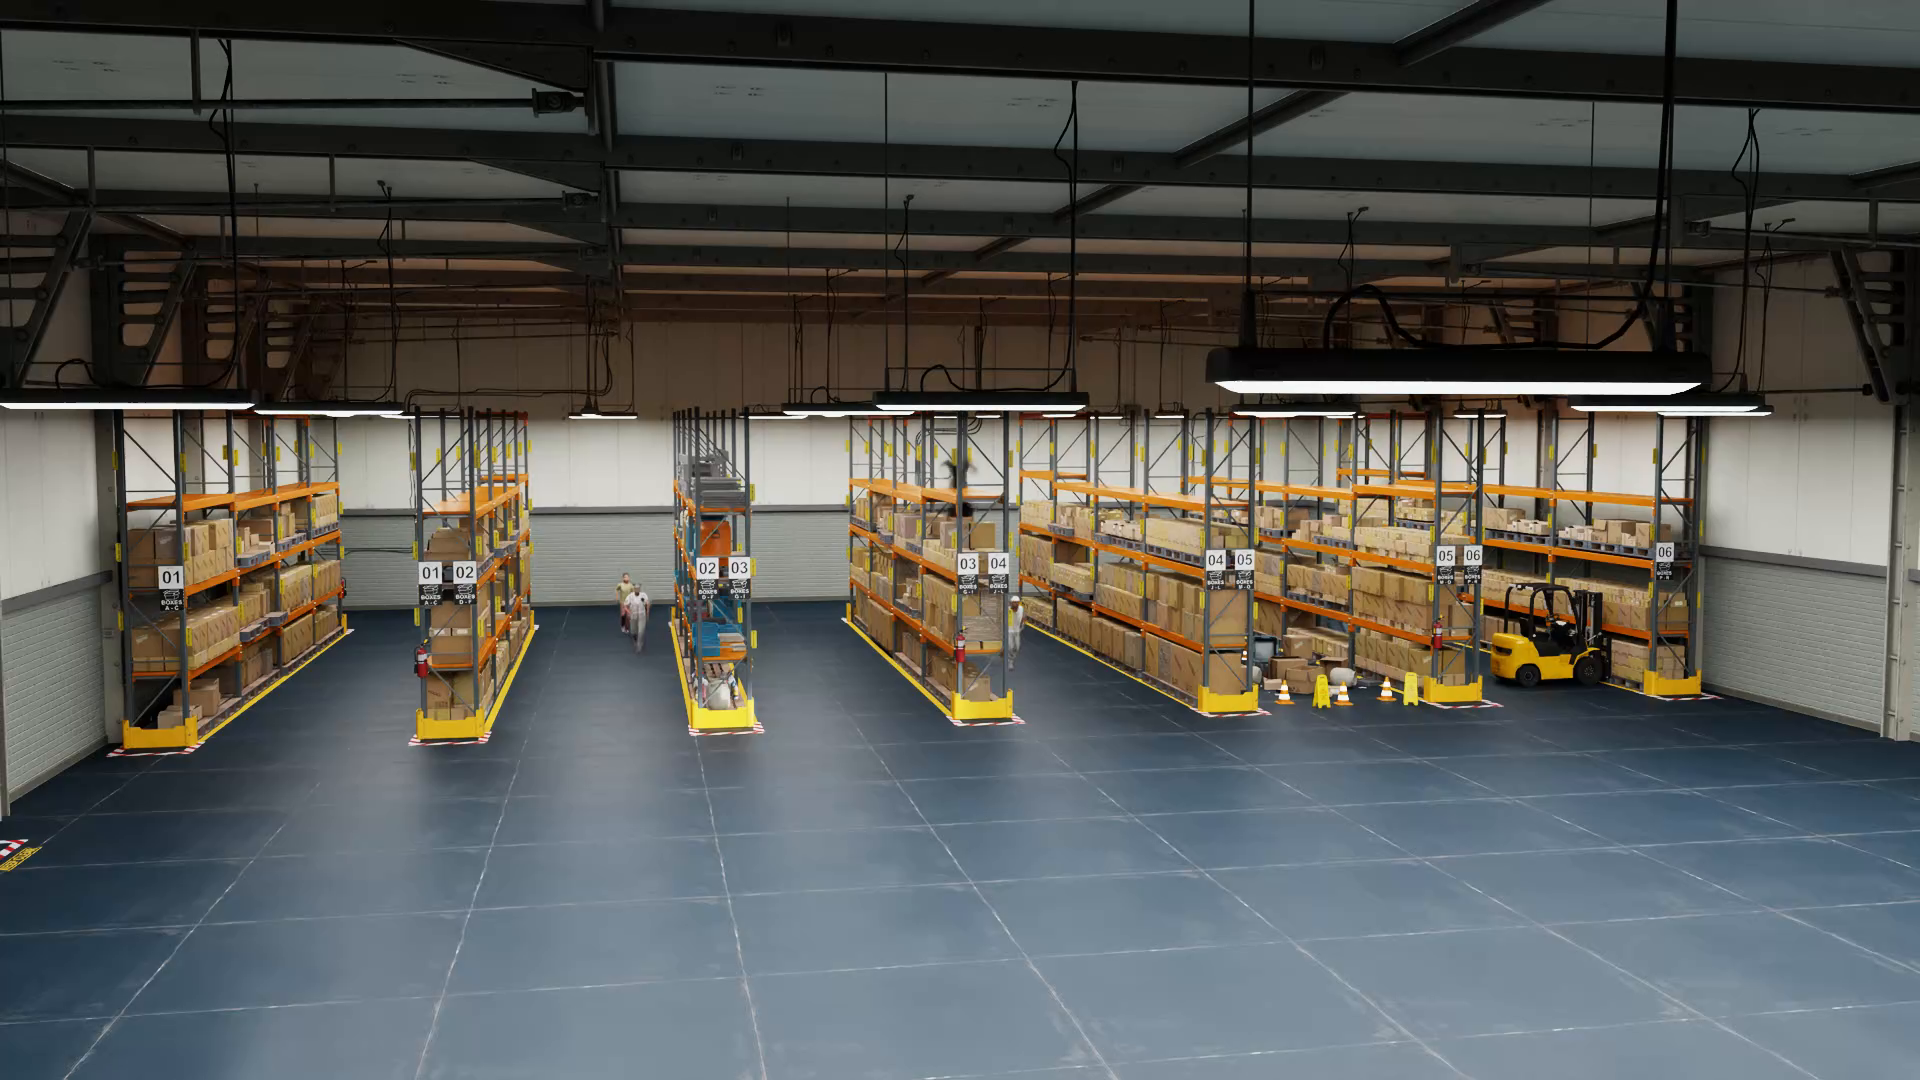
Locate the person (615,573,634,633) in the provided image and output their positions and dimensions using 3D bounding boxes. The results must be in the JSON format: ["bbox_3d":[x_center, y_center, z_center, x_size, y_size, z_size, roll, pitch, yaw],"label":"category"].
[{"bbox_3d":[-8.997,1.704,44.794,0.570,1.633,0.607,-1,4,-14],"label":"person"}]

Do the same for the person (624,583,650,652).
[{"bbox_3d":[-8.070,1.923,41.551,0.649,1.751,0.799,-1,4,-9],"label":"person"}]

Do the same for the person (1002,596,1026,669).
[{"bbox_3d":[1.205,2.129,38.543,0.656,1.705,0.719,-2,5,-27],"label":"person"}]

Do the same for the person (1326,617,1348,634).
[{"bbox_3d":[9.840,1.765,43.489,0.717,1.732,0.983,-1,4,-15],"label":"person"}]
